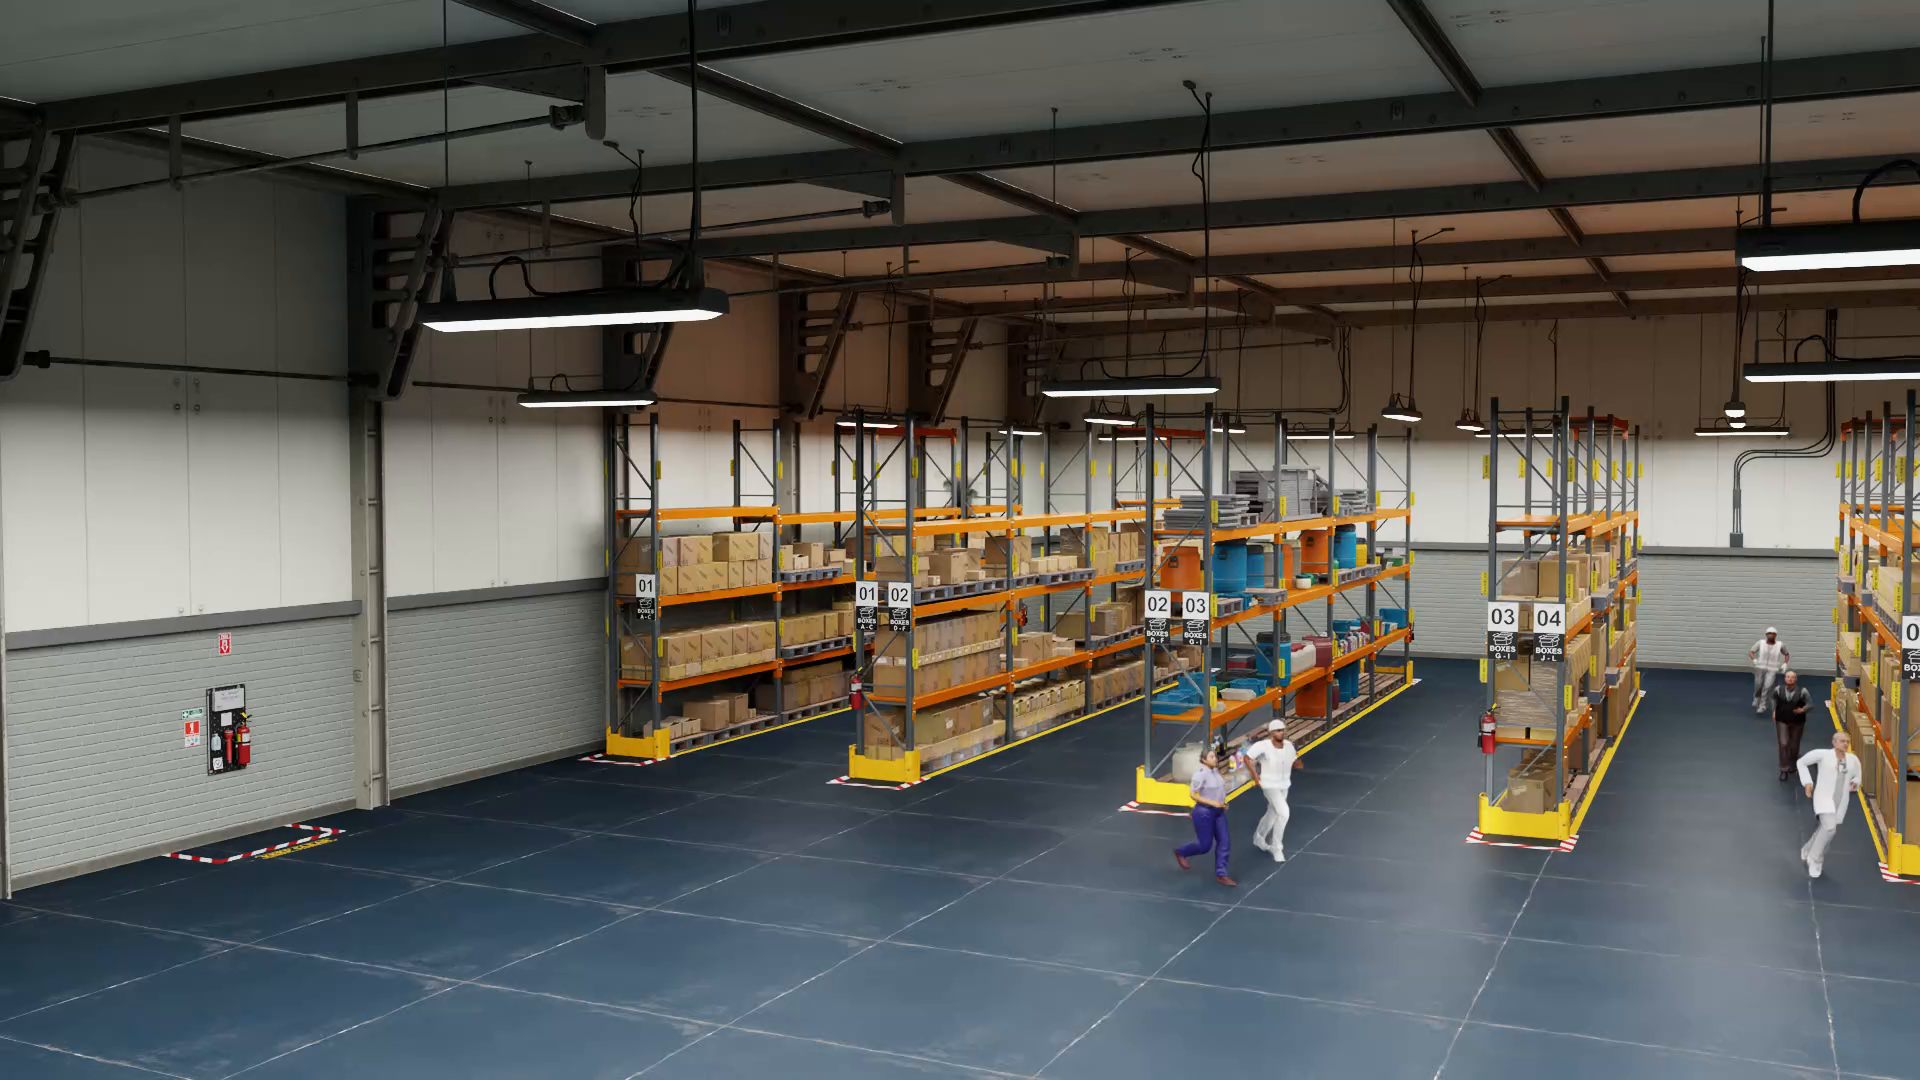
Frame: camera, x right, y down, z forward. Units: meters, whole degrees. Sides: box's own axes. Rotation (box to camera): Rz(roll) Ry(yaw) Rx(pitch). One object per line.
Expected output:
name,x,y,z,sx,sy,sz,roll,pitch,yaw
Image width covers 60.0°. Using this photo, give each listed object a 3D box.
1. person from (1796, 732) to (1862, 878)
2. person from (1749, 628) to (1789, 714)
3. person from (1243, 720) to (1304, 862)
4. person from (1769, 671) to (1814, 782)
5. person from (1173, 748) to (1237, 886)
person,10.822,3.271,20.683,0.727,1.792,0.817,0,2,-3
person,16.693,2.679,34.309,0.755,1.754,0.952,1,3,24
person,4.093,3.230,21.512,0.661,1.835,0.765,-2,3,-34
person,13.500,2.998,27.007,0.653,1.741,0.879,1,3,26
person,3.002,3.340,20.195,0.849,1.639,0.607,2,3,44
